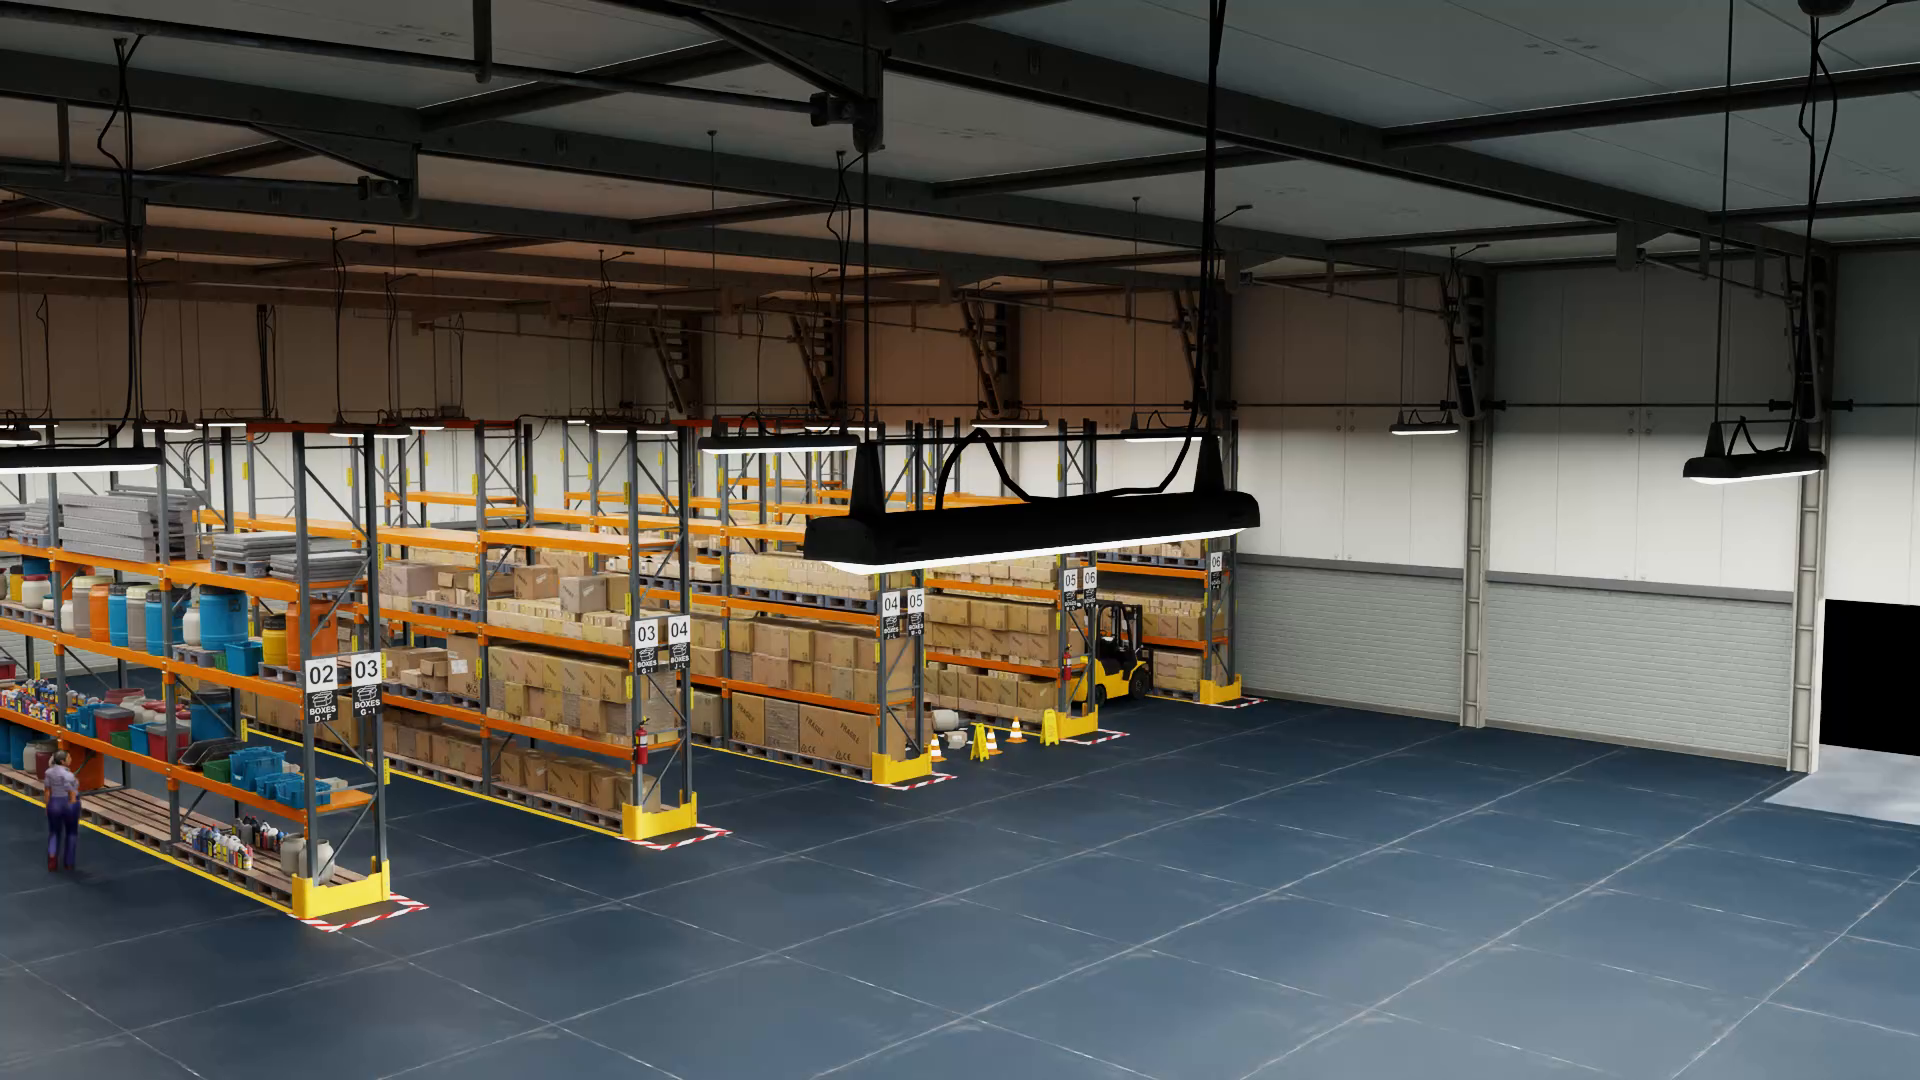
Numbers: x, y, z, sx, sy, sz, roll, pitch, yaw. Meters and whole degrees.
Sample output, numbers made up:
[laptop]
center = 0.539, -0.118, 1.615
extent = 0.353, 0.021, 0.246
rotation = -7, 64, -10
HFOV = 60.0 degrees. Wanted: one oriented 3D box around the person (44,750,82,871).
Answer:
[person]
center = -12.157, 3.664, 22.510
extent = 0.480, 1.630, 0.476
rotation = -1, 5, -12
